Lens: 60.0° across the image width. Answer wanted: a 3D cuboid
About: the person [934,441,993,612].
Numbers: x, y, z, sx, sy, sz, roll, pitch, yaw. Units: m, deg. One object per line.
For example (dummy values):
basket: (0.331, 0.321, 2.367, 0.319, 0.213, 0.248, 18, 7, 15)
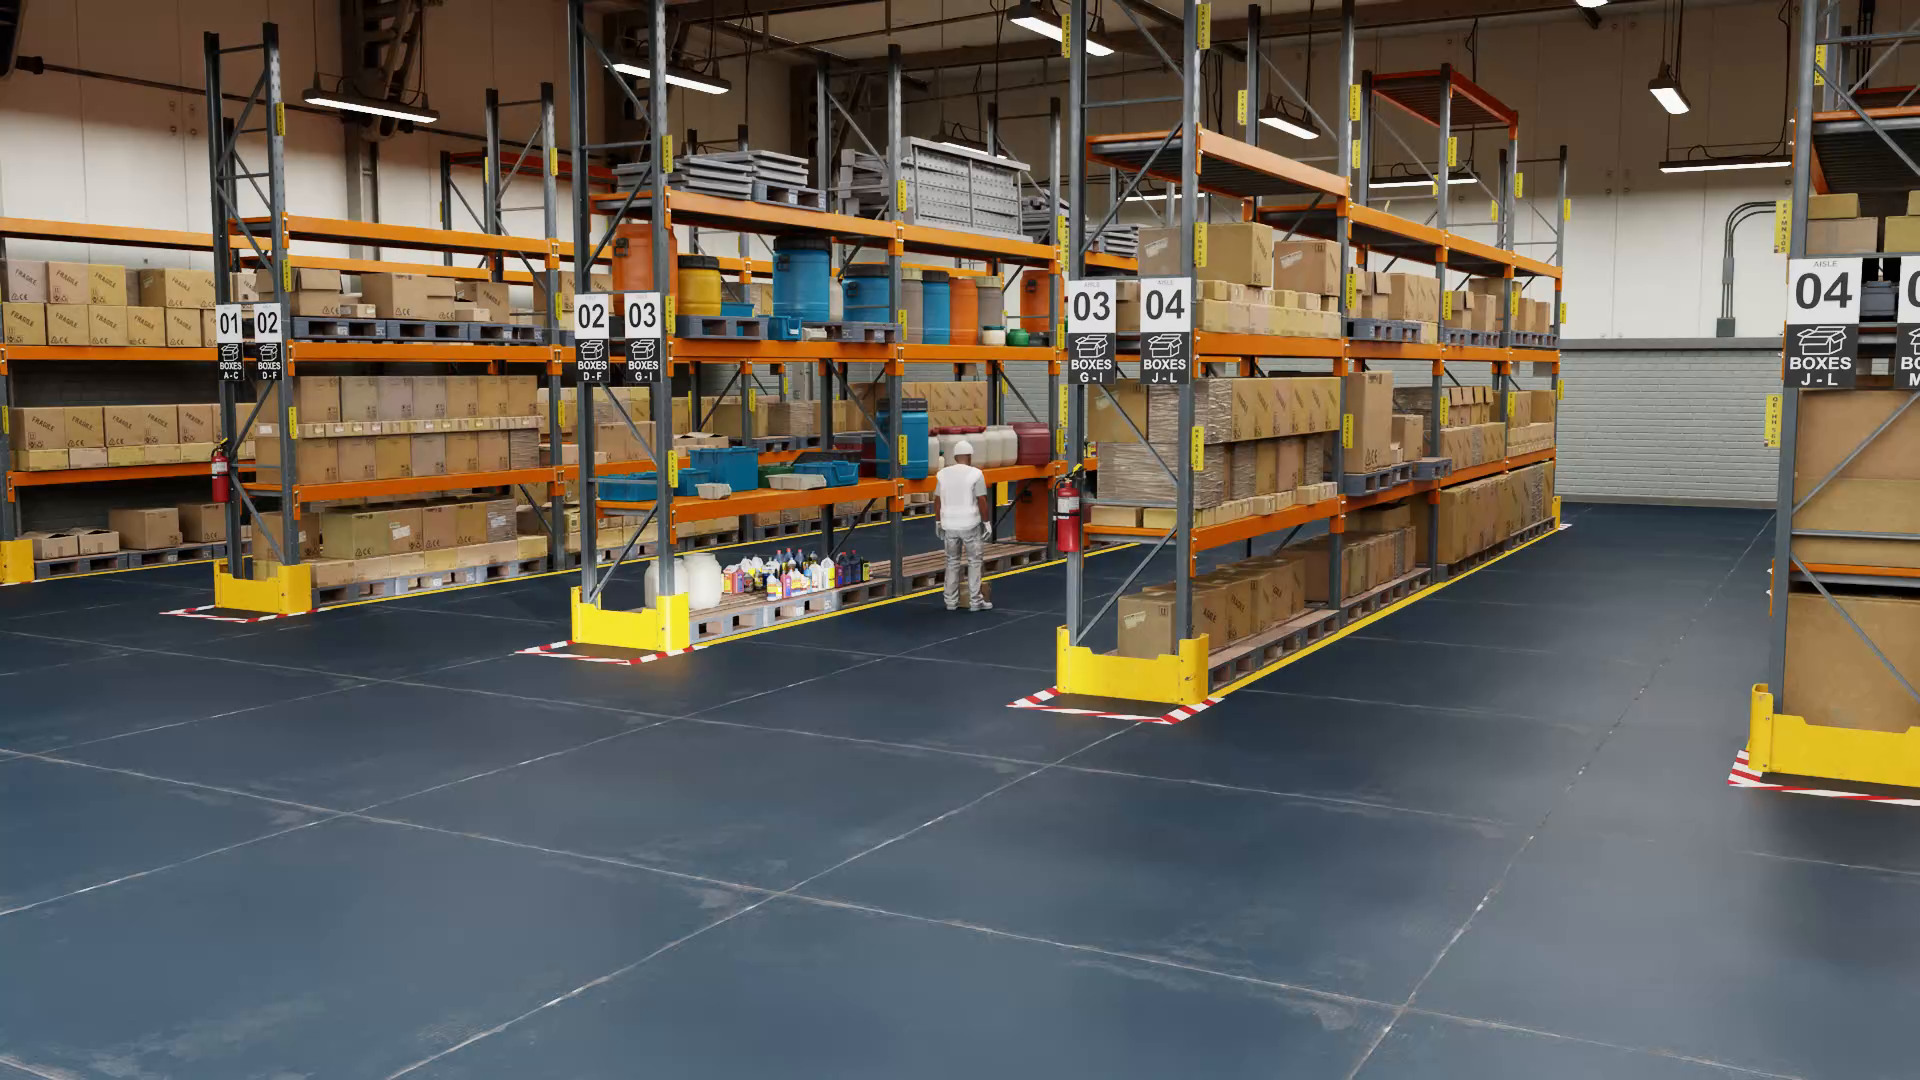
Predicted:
person: (0.030, -0.151, 17.499, 0.623, 1.773, 0.451, 3, 6, 25)
